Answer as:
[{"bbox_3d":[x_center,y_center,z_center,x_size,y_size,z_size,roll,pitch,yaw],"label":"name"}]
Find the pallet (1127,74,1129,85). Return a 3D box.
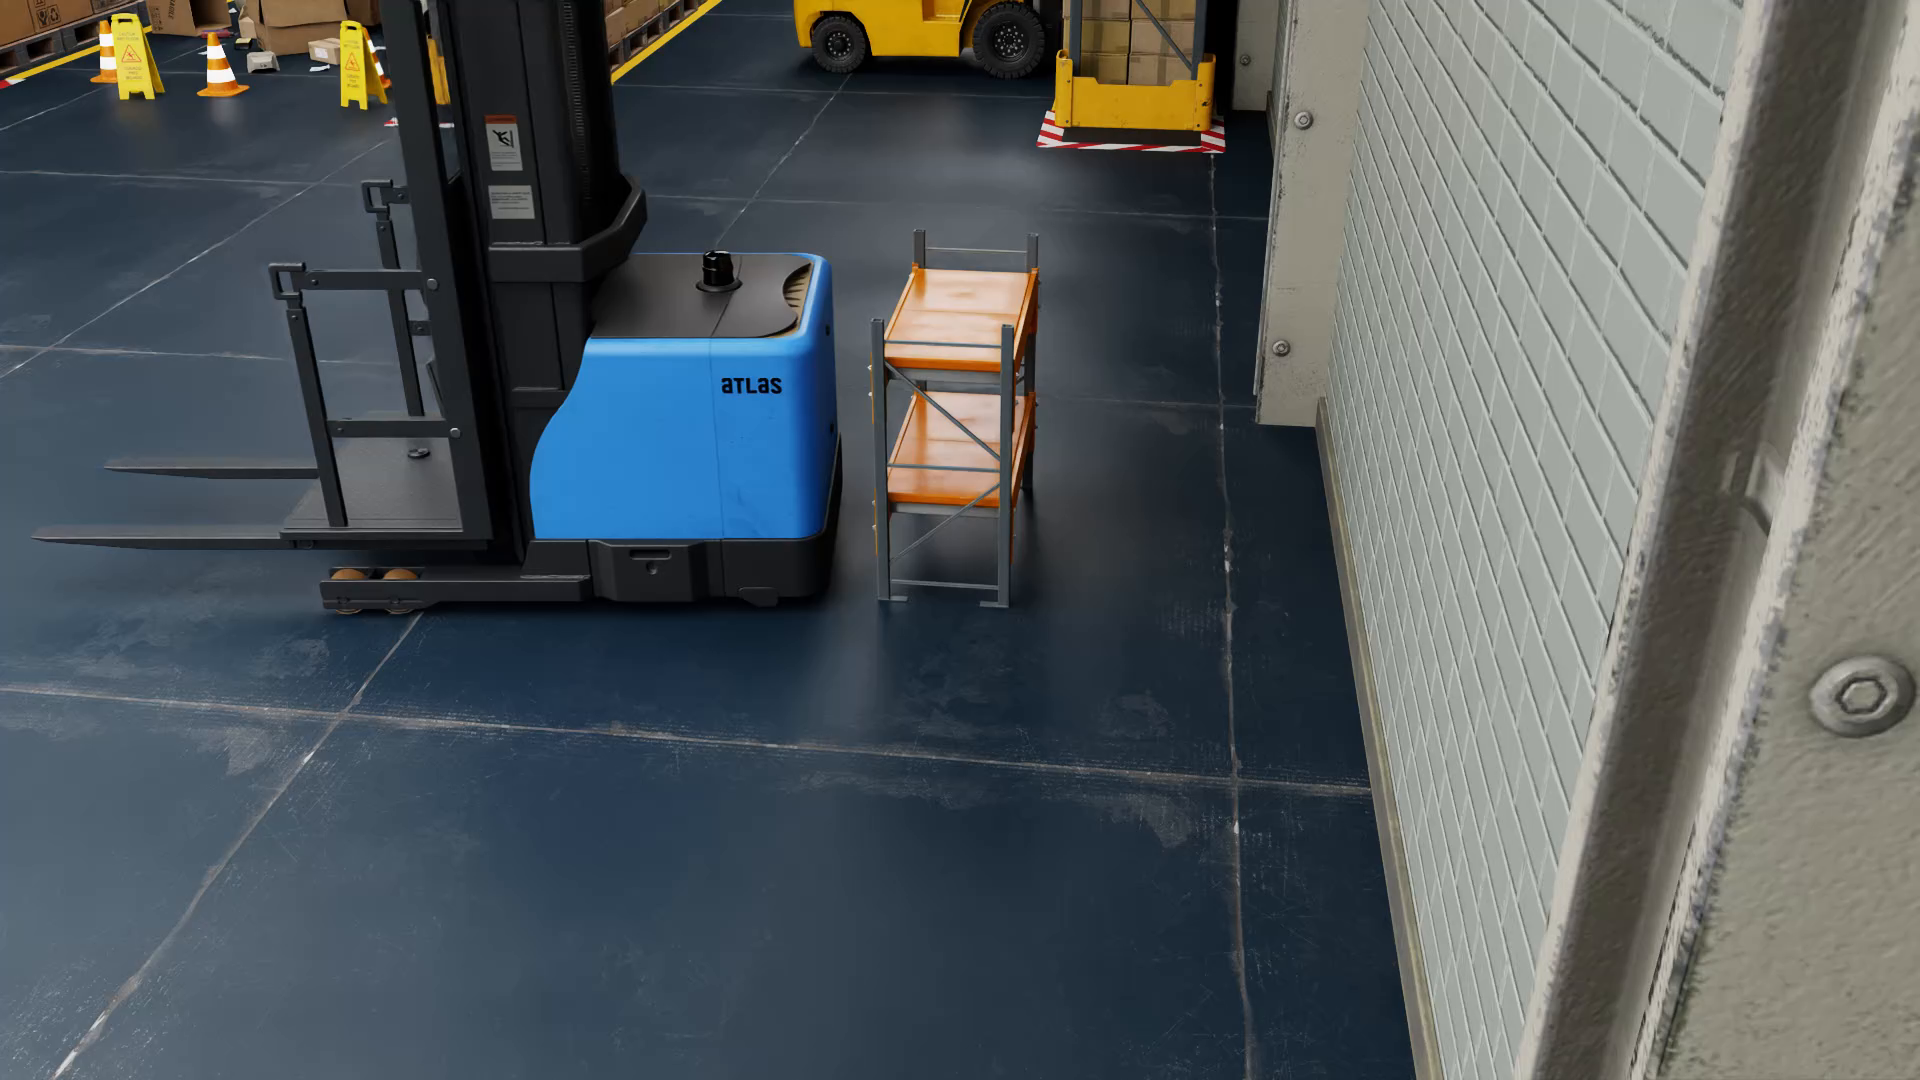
[{"bbox_3d":[1.366,-3.631,13.268,1.003,0.211,1.213,3,28,6],"label":"pallet"}]

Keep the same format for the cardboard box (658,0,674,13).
[{"bbox_3d":[-2.983,-5.095,15.501,0.500,0.250,0.500,3,28,5],"label":"cardboard box"}]

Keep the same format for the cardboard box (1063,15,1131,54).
[{"bbox_3d":[1.064,-3.938,12.826,0.500,0.250,0.500,3,28,6],"label":"cardboard box"}]

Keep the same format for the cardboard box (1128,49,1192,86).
[{"bbox_3d":[1.568,-3.691,12.894,0.500,0.250,0.500,3,29,6],"label":"cardboard box"}]

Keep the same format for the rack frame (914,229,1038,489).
[{"bbox_3d":[0.063,-0.738,6.933,0.500,1.125,0.032,3,28,6],"label":"rack frame"}]

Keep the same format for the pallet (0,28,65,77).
[{"bbox_3d":[-8.517,-4.176,14.280,1.003,0.211,1.213,3,28,6],"label":"pallet"}]

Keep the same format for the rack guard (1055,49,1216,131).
[{"bbox_3d":[1.311,-3.385,12.505,1.175,0.500,0.348,3,28,6],"label":"rack guard"}]

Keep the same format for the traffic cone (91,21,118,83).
[{"bbox_3d":[-7.063,-4.074,13.824,0.336,0.463,0.334,3,28,6],"label":"traffic cone"}]

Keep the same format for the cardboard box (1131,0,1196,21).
[{"bbox_3d":[1.561,-4.126,12.648,0.500,0.250,0.500,3,28,5],"label":"cardboard box"}]

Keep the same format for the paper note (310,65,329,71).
[{"bbox_3d":[-5.472,-4.037,14.210,0.148,0.019,0.142,-6,29,-11],"label":"paper note"}]

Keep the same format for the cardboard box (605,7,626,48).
[{"bbox_3d":[-3.169,-4.361,14.138,0.500,0.250,0.500,4,29,8],"label":"cardboard box"}]

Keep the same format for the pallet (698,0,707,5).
[{"bbox_3d":[-3.029,-5.805,17.302,1.003,0.211,1.213,3,28,6],"label":"pallet"}]

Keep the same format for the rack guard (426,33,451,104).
[{"bbox_3d":[-3.603,-3.718,13.125,1.175,0.500,0.348,3,28,6],"label":"rack guard"}]

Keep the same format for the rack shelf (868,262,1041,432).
[{"bbox_3d":[0.001,-0.756,6.350,0.538,0.278,1.000,3,28,6],"label":"rack shelf"}]

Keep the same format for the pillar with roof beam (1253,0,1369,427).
[{"bbox_3d":[-2.714,-4.839,6.244,9.100,9.000,0.400,3,28,6],"label":"pillar with roof beam"}]

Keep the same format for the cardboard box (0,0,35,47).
[{"bbox_3d":[-8.520,-4.596,13.915,0.875,0.875,0.875,4,29,6],"label":"cardboard box"}]

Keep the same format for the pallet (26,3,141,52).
[{"bbox_3d":[-8.365,-4.749,15.343,1.003,0.211,1.213,3,28,6],"label":"pallet"}]

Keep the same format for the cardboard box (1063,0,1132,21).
[{"bbox_3d":[1.061,-4.146,12.685,0.500,0.250,0.500,4,29,8],"label":"cardboard box"}]

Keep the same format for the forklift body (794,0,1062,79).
[{"bbox_3d":[-0.264,-5.121,13.988,2.313,2.155,1.214,3,28,6],"label":"forklift body"}]

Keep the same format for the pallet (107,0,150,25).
[{"bbox_3d":[-8.218,-5.325,16.412,1.003,0.211,1.213,3,28,6],"label":"pallet"}]

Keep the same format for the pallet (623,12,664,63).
[{"bbox_3d":[-3.317,-4.544,14.962,1.003,0.211,1.213,3,28,6],"label":"pallet"}]

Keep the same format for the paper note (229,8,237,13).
[{"bbox_3d":[-7.231,-5.230,16.425,0.147,0.020,0.142,-17,33,-29],"label":"paper note"}]

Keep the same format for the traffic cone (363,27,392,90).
[{"bbox_3d":[-4.840,-3.944,13.582,0.336,0.463,0.334,3,28,6],"label":"traffic cone"}]

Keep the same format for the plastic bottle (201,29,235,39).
[{"bbox_3d":[-6.856,-4.682,15.377,0.283,0.061,0.133,-6,29,-11],"label":"plastic bottle"}]

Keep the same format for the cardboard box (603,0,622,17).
[{"bbox_3d":[-3.177,-4.709,13.993,0.500,0.500,0.500,2,28,4],"label":"cardboard box"}]

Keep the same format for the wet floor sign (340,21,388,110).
[{"bbox_3d":[-4.698,-3.719,12.973,0.267,0.644,0.232,14,31,24],"label":"wet floor sign"}]

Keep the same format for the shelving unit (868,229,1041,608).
[{"bbox_3d":[0.001,-0.498,6.489,0.538,1.125,1.048,3,28,6],"label":"shelving unit"}]

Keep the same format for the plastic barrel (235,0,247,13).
[{"bbox_3d":[-6.664,-5.149,15.861,0.421,0.421,0.512,-24,36,-37],"label":"plastic barrel"}]

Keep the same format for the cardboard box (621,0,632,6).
[{"bbox_3d":[-3.108,-4.944,14.431,0.500,0.500,0.500,4,29,7],"label":"cardboard box"}]

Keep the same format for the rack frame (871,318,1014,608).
[{"bbox_3d":[-0.061,-0.259,6.045,0.500,1.125,0.032,3,28,6],"label":"rack frame"}]

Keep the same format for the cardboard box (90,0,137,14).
[{"bbox_3d":[-8.301,-5.439,15.481,0.875,0.875,0.875,4,29,7],"label":"cardboard box"}]

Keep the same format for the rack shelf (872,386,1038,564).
[{"bbox_3d":[0.001,-0.283,6.605,0.538,0.278,1.000,3,28,6],"label":"rack shelf"}]

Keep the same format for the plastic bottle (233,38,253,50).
[{"bbox_3d":[-6.465,-4.485,15.010,0.133,0.061,0.283,-6,29,-11],"label":"plastic bottle"}]

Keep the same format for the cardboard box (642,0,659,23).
[{"bbox_3d":[-3.050,-4.856,15.057,0.500,0.250,0.500,4,29,7],"label":"cardboard box"}]

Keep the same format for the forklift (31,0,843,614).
[{"bbox_3d":[-2.011,-1.263,6.004,3.031,2.935,1.130,0,28,0],"label":"forklift"}]

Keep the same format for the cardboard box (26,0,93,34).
[{"bbox_3d":[-8.414,-5.010,14.684,0.875,0.875,0.875,3,28,5],"label":"cardboard box"}]

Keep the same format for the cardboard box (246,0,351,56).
[{"bbox_3d":[-5.910,-4.658,14.866,0.797,0.503,0.637,-17,33,-29],"label":"cardboard box"}]

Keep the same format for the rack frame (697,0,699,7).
[{"bbox_3d":[-3.122,-6.666,15.961,1.000,3.000,0.127,3,28,6],"label":"rack frame"}]

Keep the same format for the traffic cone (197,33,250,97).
[{"bbox_3d":[-5.984,-3.848,13.405,0.336,0.463,0.334,3,28,6],"label":"traffic cone"}]

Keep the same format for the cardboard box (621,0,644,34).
[{"bbox_3d":[-3.115,-4.619,14.616,0.500,0.250,0.500,5,29,10],"label":"cardboard box"}]

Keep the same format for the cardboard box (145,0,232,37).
[{"bbox_3d":[-7.219,-5.016,15.531,0.500,0.500,0.500,8,29,15],"label":"cardboard box"}]

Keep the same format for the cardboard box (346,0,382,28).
[{"bbox_3d":[-5.804,-5.158,15.651,0.797,0.637,0.503,3,28,6],"label":"cardboard box"}]

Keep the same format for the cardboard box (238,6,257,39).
[{"bbox_3d":[-6.430,-4.786,15.354,0.396,0.266,0.258,8,29,15],"label":"cardboard box"}]

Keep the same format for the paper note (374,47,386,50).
[{"bbox_3d":[-5.219,-4.423,14.939,0.148,0.019,0.142,14,31,24],"label":"paper note"}]

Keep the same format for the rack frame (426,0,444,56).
[{"bbox_3d":[-3.613,-4.783,12.466,1.000,3.000,0.127,3,28,6],"label":"rack frame"}]

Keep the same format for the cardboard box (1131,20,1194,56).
[{"bbox_3d":[1.578,-3.900,12.756,0.500,0.250,0.500,4,29,7],"label":"cardboard box"}]

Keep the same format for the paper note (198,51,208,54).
[{"bbox_3d":[-6.666,-4.335,14.766,0.144,0.017,0.142,14,31,24],"label":"paper note"}]

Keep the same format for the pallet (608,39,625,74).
[{"bbox_3d":[-3.469,-3.972,13.899,1.003,0.211,1.213,3,28,6],"label":"pallet"}]

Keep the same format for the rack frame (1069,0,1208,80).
[{"bbox_3d":[1.314,-4.496,11.933,1.000,3.000,0.127,3,28,6],"label":"rack frame"}]

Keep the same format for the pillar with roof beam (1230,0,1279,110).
[{"bbox_3d":[-1.979,-7.663,11.486,9.100,9.000,0.400,3,28,6],"label":"pillar with roof beam"}]

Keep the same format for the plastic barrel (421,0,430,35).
[{"bbox_3d":[-4.862,-4.709,15.045,0.421,0.421,0.512,-24,36,-37],"label":"plastic barrel"}]

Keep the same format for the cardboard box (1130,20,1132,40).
[{"bbox_3d":[1.136,-4.174,13.263,0.500,0.250,0.500,3,28,6],"label":"cardboard box"}]

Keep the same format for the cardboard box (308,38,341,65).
[{"bbox_3d":[-5.457,-4.262,14.504,0.380,0.149,0.250,20,34,32],"label":"cardboard box"}]

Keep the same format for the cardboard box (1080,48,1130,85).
[{"bbox_3d":[1.058,-3.710,12.931,0.500,0.250,0.500,4,29,7],"label":"cardboard box"}]

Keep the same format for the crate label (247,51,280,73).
[{"bbox_3d":[-5.949,-4.078,14.176,0.250,0.136,0.298,-11,30,-20],"label":"crate label"}]

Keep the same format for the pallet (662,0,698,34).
[{"bbox_3d":[-3.170,-5.120,16.031,1.003,0.211,1.213,3,28,6],"label":"pallet"}]

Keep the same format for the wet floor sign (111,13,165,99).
[{"bbox_3d":[-6.576,-3.858,13.231,0.267,0.644,0.232,-1,28,-3],"label":"wet floor sign"}]
